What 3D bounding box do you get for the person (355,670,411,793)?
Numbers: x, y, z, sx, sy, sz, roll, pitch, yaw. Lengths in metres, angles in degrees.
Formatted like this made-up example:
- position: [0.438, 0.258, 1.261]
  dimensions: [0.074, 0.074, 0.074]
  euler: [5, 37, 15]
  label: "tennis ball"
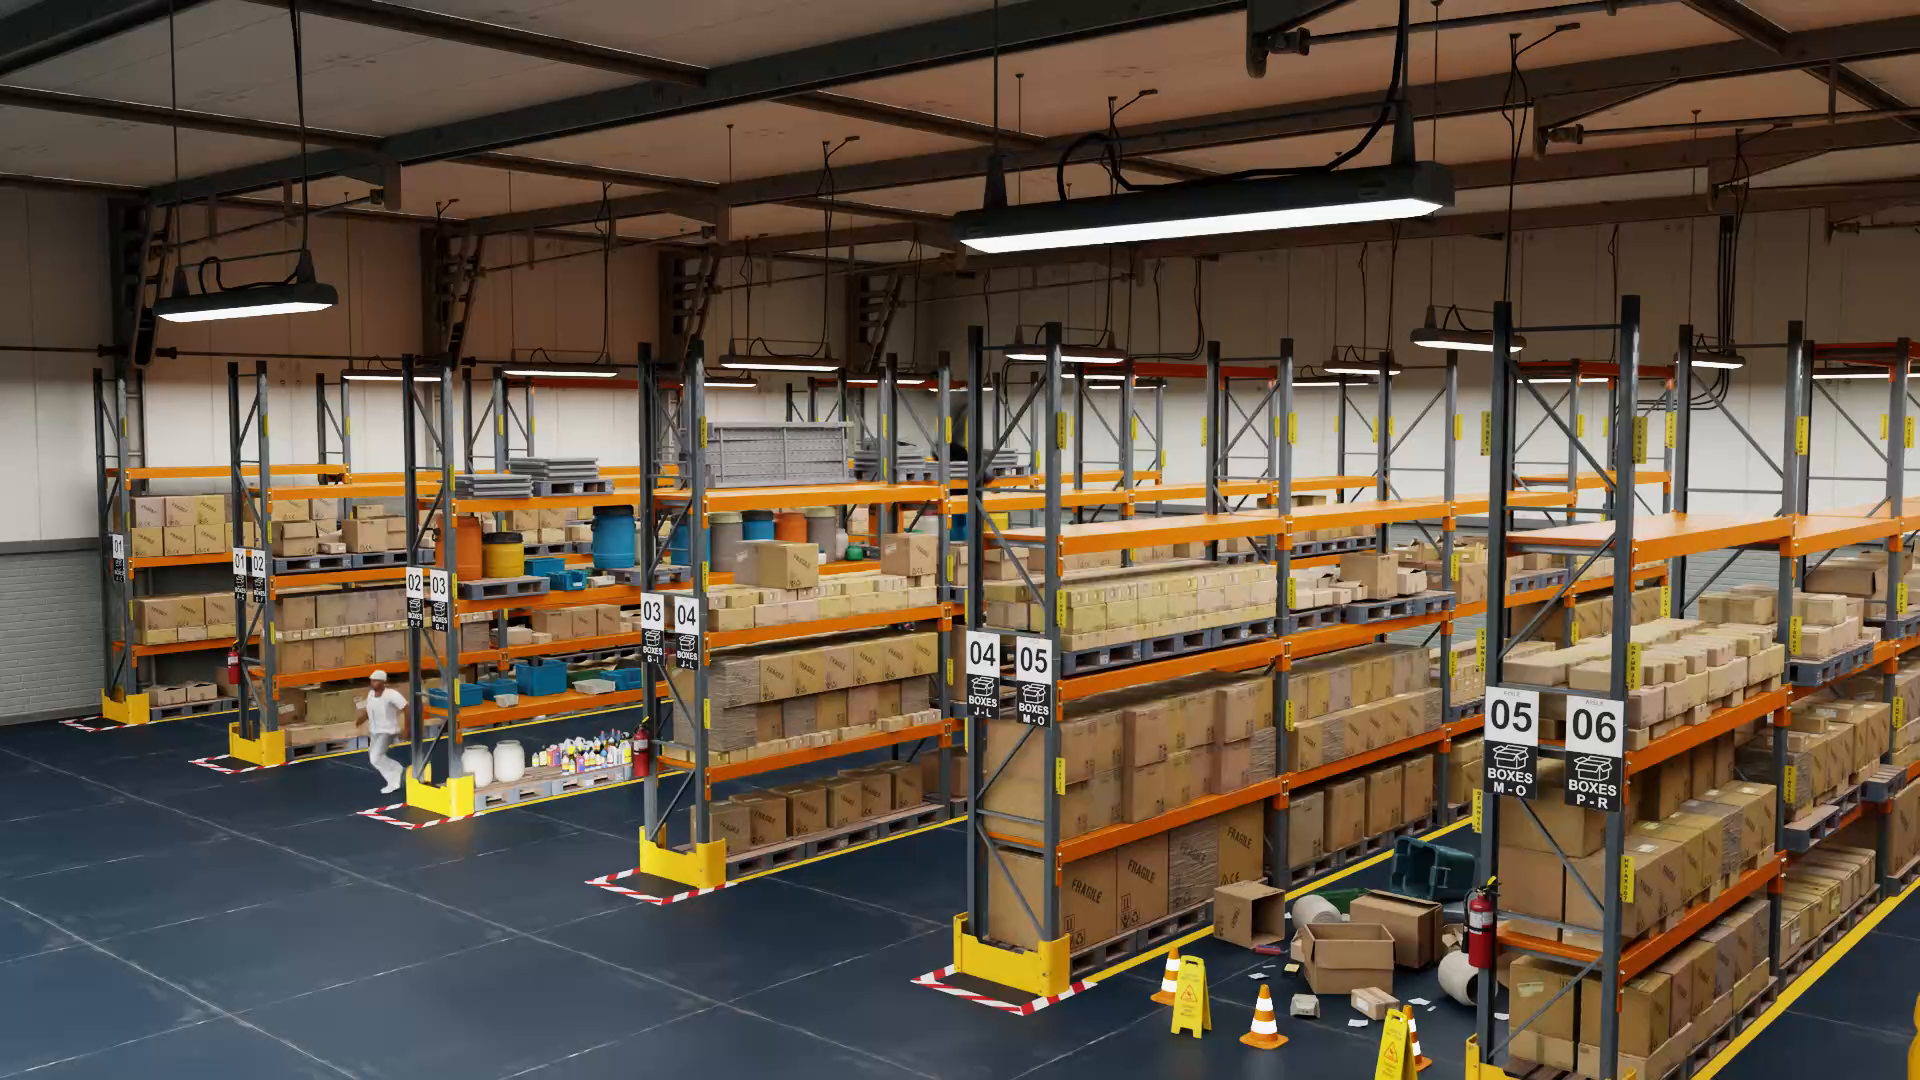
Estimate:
- position: [-7.947, 2.637, 22.824]
  dimensions: [0.702, 1.709, 0.616]
  euler: [2, 5, 31]
  label: "person"
